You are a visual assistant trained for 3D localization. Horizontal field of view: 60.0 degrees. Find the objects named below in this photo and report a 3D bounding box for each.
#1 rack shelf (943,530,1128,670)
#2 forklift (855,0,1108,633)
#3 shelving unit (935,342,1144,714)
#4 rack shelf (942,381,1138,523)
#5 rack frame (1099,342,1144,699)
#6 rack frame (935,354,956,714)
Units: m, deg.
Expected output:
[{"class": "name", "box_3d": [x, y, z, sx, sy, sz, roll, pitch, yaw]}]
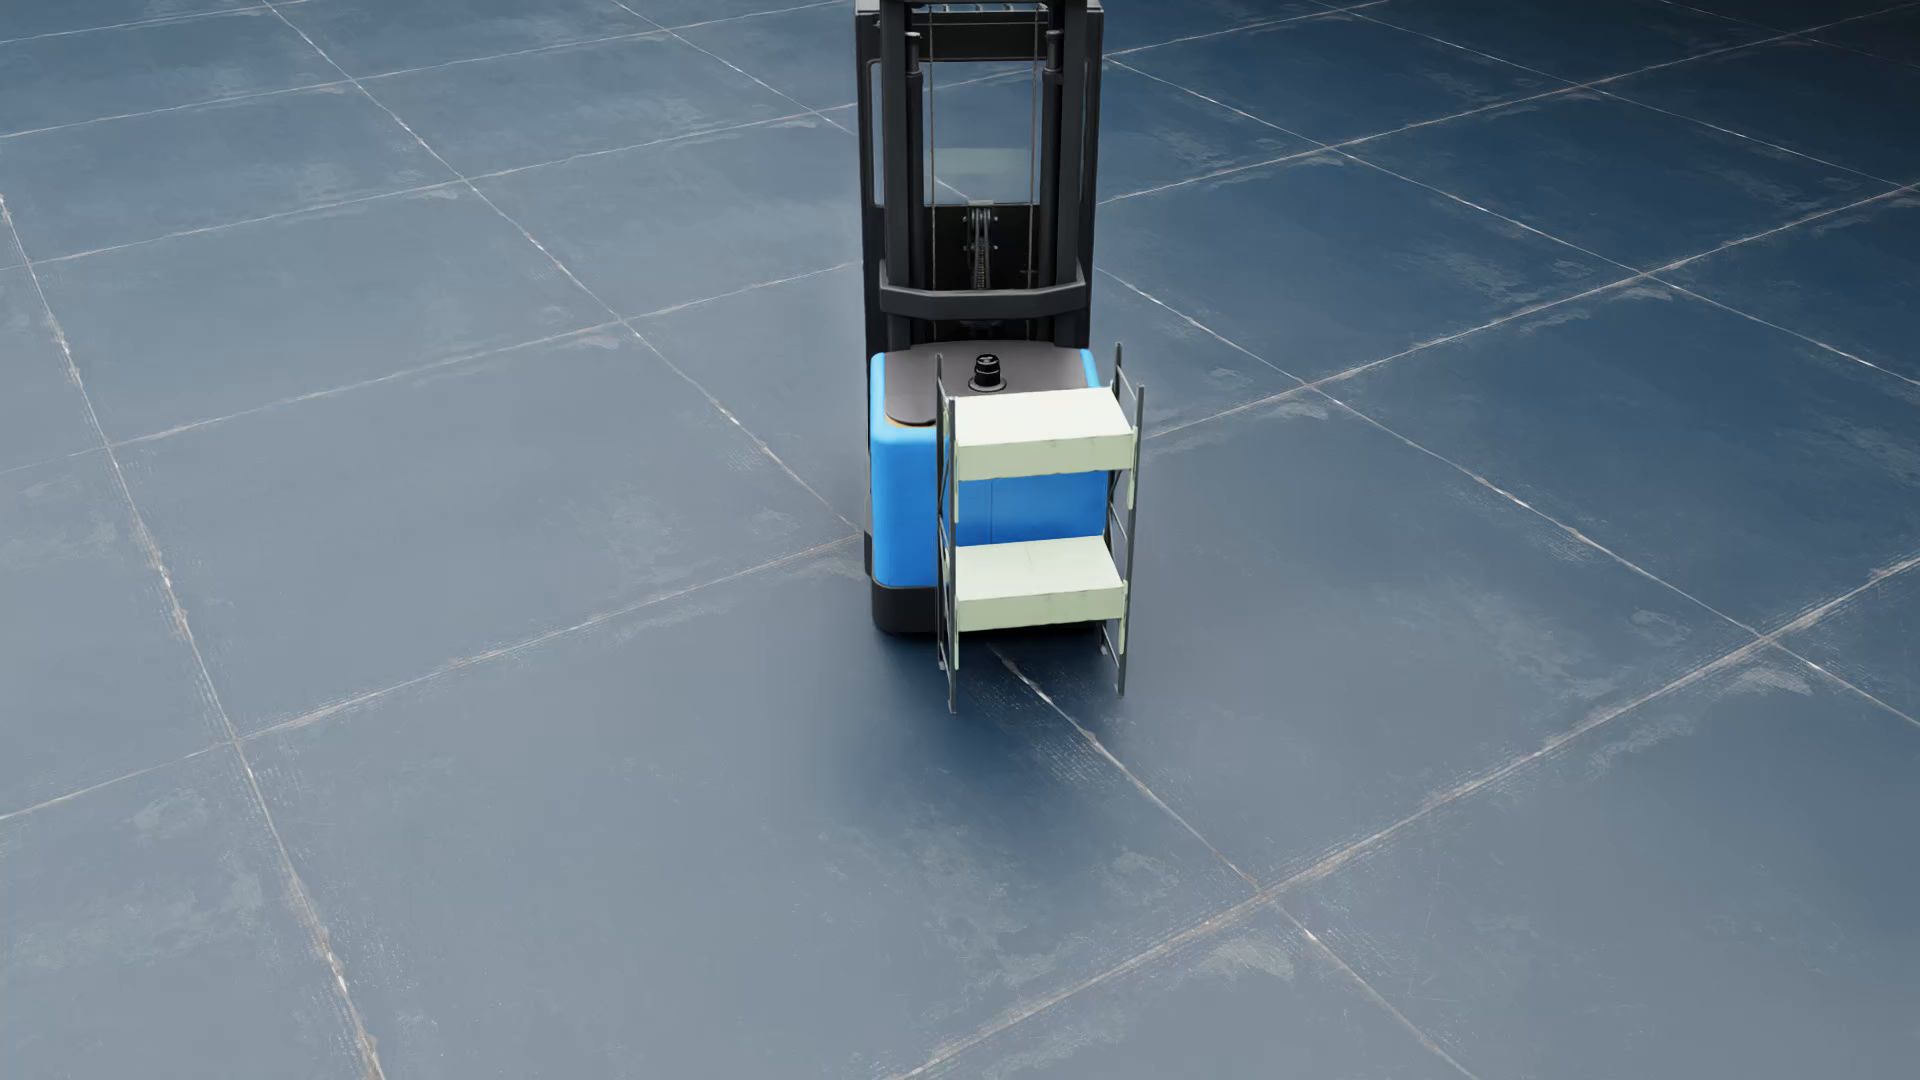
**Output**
[{"class": "rack shelf", "box_3d": [0.304, 0.248, 7.061, 0.720, 0.370, 0.431, -5, 32, -7]}, {"class": "forklift", "box_3d": [0.072, -1.580, 8.007, 1.130, 2.935, 3.031, -1, 32, -2]}, {"class": "shelving unit", "box_3d": [0.304, -0.028, 6.888, 0.755, 1.500, 0.431, -5, 32, -7]}, {"class": "rack shelf", "box_3d": [0.304, -0.359, 6.680, 0.720, 0.370, 0.431, -5, 32, -7]}, {"class": "rack frame", "box_3d": [0.666, -0.057, 6.934, 0.023, 1.500, 0.400, -5, 32, -7]}, {"class": "rack frame", "box_3d": [-0.058, 0.001, 6.842, 0.023, 1.500, 0.400, -5, 32, -7]}]
